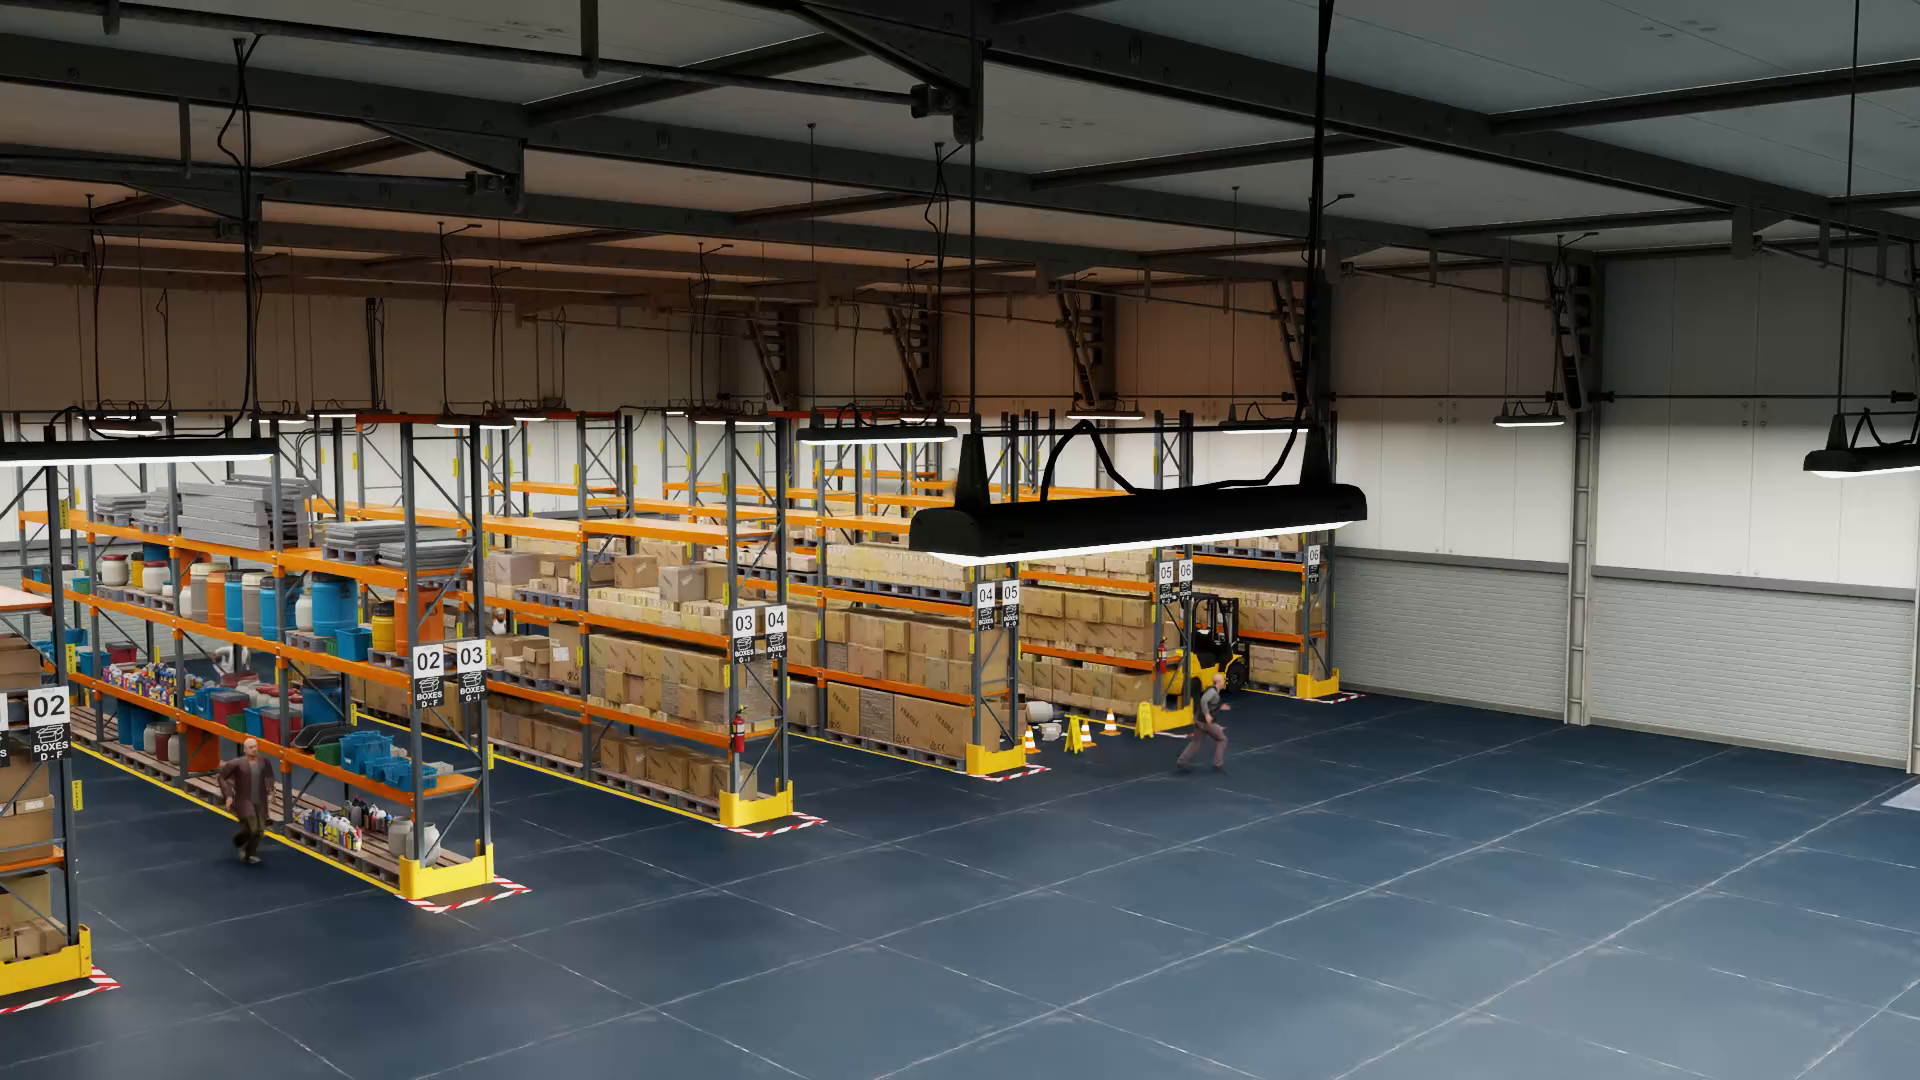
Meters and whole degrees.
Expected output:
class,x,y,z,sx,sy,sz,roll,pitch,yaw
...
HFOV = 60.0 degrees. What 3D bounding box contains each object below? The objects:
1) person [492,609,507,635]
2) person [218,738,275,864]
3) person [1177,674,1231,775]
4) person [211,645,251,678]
class,x,y,z,sx,sy,sz,roll,pitch,yaw
person,-10.011,2.351,36.283,0.554,1.757,0.750,-3,6,-33
person,-9.525,3.522,22.364,0.671,1.722,0.700,4,6,40
person,4.100,3.092,27.835,0.913,1.718,0.677,0,5,-1
person,-14.252,2.698,32.438,1.053,1.733,0.729,4,6,35
